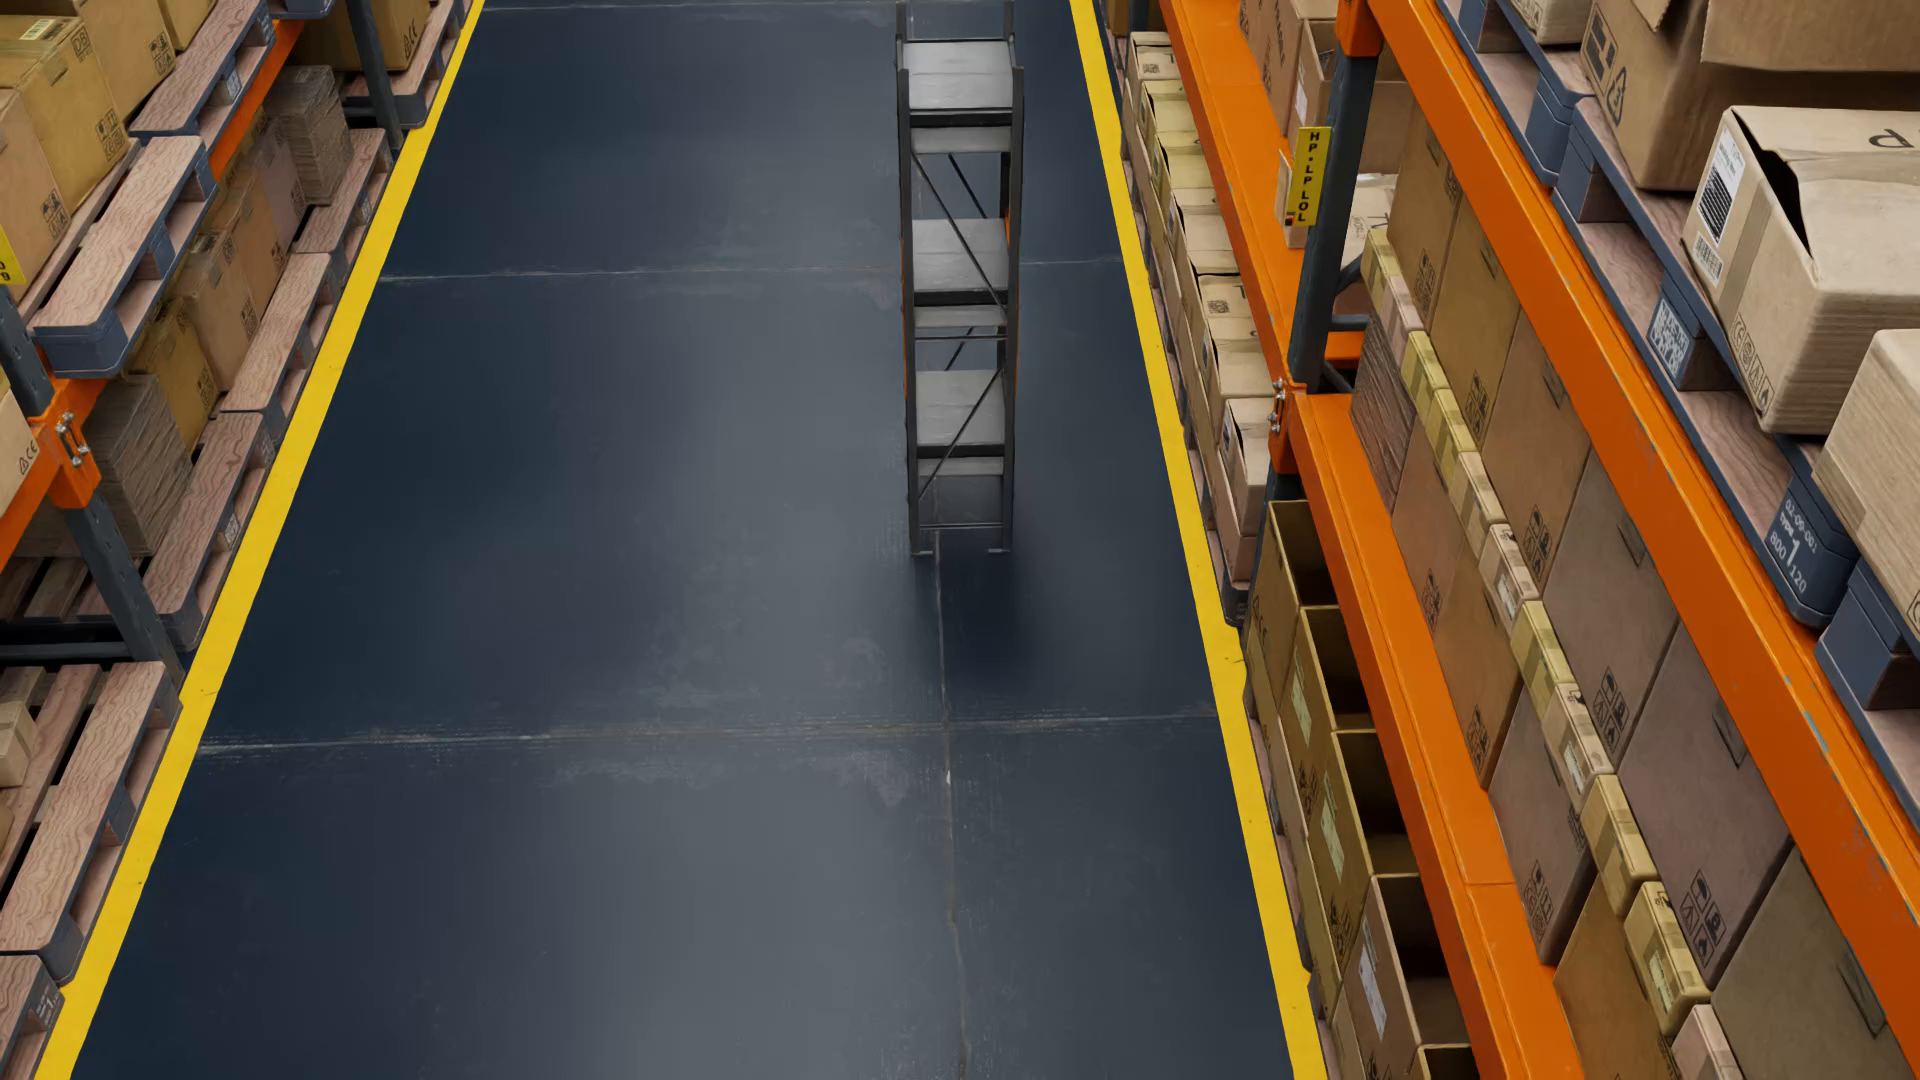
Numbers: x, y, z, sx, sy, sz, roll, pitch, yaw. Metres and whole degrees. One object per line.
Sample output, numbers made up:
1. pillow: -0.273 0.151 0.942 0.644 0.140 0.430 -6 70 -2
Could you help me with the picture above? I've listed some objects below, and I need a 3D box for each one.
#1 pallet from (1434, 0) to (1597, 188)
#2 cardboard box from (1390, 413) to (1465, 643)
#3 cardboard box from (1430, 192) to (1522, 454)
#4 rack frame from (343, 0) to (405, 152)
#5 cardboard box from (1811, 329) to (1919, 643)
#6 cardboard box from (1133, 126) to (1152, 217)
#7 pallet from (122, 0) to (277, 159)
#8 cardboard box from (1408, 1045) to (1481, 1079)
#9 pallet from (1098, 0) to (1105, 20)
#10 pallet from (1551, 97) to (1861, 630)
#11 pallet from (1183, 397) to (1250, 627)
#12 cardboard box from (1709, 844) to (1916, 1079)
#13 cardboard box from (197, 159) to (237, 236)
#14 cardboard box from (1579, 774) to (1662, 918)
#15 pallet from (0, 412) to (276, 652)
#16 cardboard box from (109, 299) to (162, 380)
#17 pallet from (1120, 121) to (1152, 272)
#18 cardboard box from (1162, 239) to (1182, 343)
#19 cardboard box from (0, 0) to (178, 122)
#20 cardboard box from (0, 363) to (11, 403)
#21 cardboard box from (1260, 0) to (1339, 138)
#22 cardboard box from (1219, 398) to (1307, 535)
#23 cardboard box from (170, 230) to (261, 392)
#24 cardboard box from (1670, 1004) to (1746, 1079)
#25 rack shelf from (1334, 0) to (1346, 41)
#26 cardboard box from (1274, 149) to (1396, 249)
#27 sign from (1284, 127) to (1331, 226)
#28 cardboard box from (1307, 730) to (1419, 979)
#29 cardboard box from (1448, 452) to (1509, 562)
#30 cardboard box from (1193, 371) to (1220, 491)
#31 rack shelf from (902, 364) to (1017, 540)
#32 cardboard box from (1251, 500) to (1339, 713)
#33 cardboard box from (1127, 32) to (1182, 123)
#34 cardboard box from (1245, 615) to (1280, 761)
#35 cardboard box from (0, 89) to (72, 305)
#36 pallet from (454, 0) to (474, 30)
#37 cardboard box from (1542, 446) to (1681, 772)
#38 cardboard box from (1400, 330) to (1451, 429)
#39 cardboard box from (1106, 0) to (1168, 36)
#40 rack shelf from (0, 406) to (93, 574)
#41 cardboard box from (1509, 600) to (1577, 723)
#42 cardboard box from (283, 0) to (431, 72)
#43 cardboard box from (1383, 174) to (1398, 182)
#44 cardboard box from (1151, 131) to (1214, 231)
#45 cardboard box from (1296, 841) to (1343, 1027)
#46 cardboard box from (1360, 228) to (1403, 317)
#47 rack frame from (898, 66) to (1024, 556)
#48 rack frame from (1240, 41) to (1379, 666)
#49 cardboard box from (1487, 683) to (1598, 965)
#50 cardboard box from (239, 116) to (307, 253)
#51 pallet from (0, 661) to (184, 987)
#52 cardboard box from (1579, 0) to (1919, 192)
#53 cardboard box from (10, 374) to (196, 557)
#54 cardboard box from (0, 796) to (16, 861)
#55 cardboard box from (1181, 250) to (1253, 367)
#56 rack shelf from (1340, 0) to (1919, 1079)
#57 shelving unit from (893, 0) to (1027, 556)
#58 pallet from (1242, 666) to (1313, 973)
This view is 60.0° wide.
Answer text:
1. pallet: 1.630 -1.190 3.674 1.003 0.211 1.213 -2 43 -2
2. cardboard box: 1.622 -0.074 4.536 0.700 0.500 0.500 -2 43 -2
3. cardboard box: 1.616 -0.567 4.114 0.700 0.500 0.500 -2 43 -2
4. rack frame: -3.551 -3.248 8.073 1.000 3.000 0.127 -2 43 -2
5. cardboard box: 1.425 -0.018 2.027 0.500 0.250 0.500 -2 43 -2
6. cardboard box: 1.149 -1.832 8.253 0.500 0.250 0.500 -3 43 -3
7. pallet: -3.426 -1.842 6.681 1.003 0.211 1.213 -2 43 -2
8. cardboard box: 1.361 1.563 3.994 0.500 0.500 0.500 -2 43 -2
9. pallet: 1.355 -3.691 10.621 1.003 0.211 1.213 -2 43 -2
10. pallet: 1.679 -0.368 2.778 1.003 0.211 1.213 -2 43 -2
11. pallet: 1.498 -0.160 6.769 1.003 0.211 1.213 -2 43 -2
12. cardboard box: 1.701 0.787 2.637 0.700 0.500 0.500 -3 43 -3
13. cardboard box: -3.480 -1.547 7.187 0.500 0.250 0.500 -2 43 -2
14. cardboard box: 1.475 0.606 3.315 0.380 0.149 0.250 -1 43 -1
15. pallet: -3.416 -0.045 6.643 1.003 0.211 1.213 -2 43 -2
16. cardboard box: -3.451 -0.858 6.436 0.500 0.250 0.500 -2 43 -3
17. pallet: 1.394 -1.807 8.566 1.003 0.211 1.213 -2 43 -2
18. cardboard box: 1.199 -1.135 7.493 0.500 0.250 0.500 -1 43 -1
19. cardboard box: -3.444 -1.912 6.216 0.700 0.500 0.500 4 43 4
20. cardboard box: -3.052 -0.465 4.579 0.500 0.500 0.500 -2 43 -2
21. cardboard box: 1.508 -1.941 6.574 0.500 0.500 0.500 -2 43 -2
22. cardboard box: 1.264 -0.305 6.172 0.500 0.311 0.500 -2 43 -2
23. cardboard box: -3.482 -0.977 7.121 0.700 0.500 0.500 -1 43 -1
24. cardboard box: 1.499 0.961 2.928 0.380 0.149 0.250 -1 43 -1
25. rack shelf: 1.483 -2.883 5.987 1.077 0.370 4.000 -2 43 -2
26. cardboard box: 1.347 -1.231 5.972 0.396 0.266 0.258 -3 43 -3
27. sign: 1.026 -1.067 4.896 0.100 0.325 0.005 -2 43 -2
28. cardboard box: 1.317 0.888 4.731 0.500 0.500 0.500 -2 43 -2
29. cardboard box: 1.430 -0.091 4.076 0.380 0.149 0.250 -3 43 -3
30. cardboard box: 1.241 -0.446 6.741 0.500 0.250 0.500 -2 43 -2
31. rack shelf: -0.007 -0.360 6.645 0.431 0.518 0.480 -2 43 -2
32. cardboard box: 1.275 0.212 5.467 0.500 0.500 0.500 -2 43 -2
33. cardboard box: 1.127 -2.378 8.434 0.500 0.311 0.500 0 43 0
34. cardboard box: 1.285 0.489 5.721 0.500 0.250 0.500 -2 43 -2
35. cardboard box: -3.369 -1.091 5.321 0.700 0.500 0.500 -2 43 -2
36. pallet: -3.558 -3.576 10.495 1.003 0.211 1.213 -2 43 -2
37. cardboard box: 1.657 0.109 3.377 0.700 0.500 0.500 -2 43 -2
38. cardboard box: 1.409 -0.437 4.453 0.380 0.149 0.250 -3 43 -3
39. cardboard box: 1.124 -3.258 9.608 0.500 0.500 0.500 0 43 0
40. rack shelf: -3.296 1.068 3.897 1.077 0.370 4.000 -2 43 -2
41. cardboard box: 1.455 0.265 3.687 0.380 0.149 0.250 -2 43 -2
42. cardboard box: -3.451 -3.110 9.203 0.750 0.750 0.750 -2 43 -2
43. cardboard box: 1.734 -1.203 6.029 0.380 0.149 0.250 -2 43 -2
44. cardboard box: 1.177 -1.679 7.671 0.500 0.311 0.500 -3 43 -3
45. cardboard box: 1.317 1.164 4.984 0.500 0.250 0.500 -2 43 -2
46. cardboard box: 1.386 -0.781 4.828 0.380 0.149 0.250 -2 43 -2
47. rack frame: 0.003 -0.721 5.983 0.400 2.100 0.015 -2 43 -2
48. rack frame: 1.568 -0.692 5.285 1.000 3.000 0.127 -2 43 -2
49. cardboard box: 1.662 0.611 3.789 0.700 0.500 0.500 0 43 -1
50. cardboard box: -3.563 -1.653 7.857 0.700 0.500 0.500 -2 43 -2
51. pallet: -3.317 0.933 5.576 1.003 0.211 1.213 -2 43 -2
52. cardboard box: 1.512 -0.927 2.830 0.797 0.503 0.637 3 43 3
53. cardboard box: -3.429 -0.284 6.365 0.700 0.500 0.500 0 43 0
54. cardboard box: -3.297 0.912 5.060 0.500 0.500 0.500 -5 43 -5
55. cardboard box: 1.217 -0.993 6.923 0.500 0.311 0.500 -2 43 -2
56. rack shelf: 1.653 -0.182 3.041 1.077 0.370 4.000 -2 43 -2
57. shelving unit: -0.007 -0.886 6.162 0.431 2.100 0.503 -2 43 -2
58. pallet: 1.560 0.874 5.640 1.003 0.211 1.213 -2 43 -2
